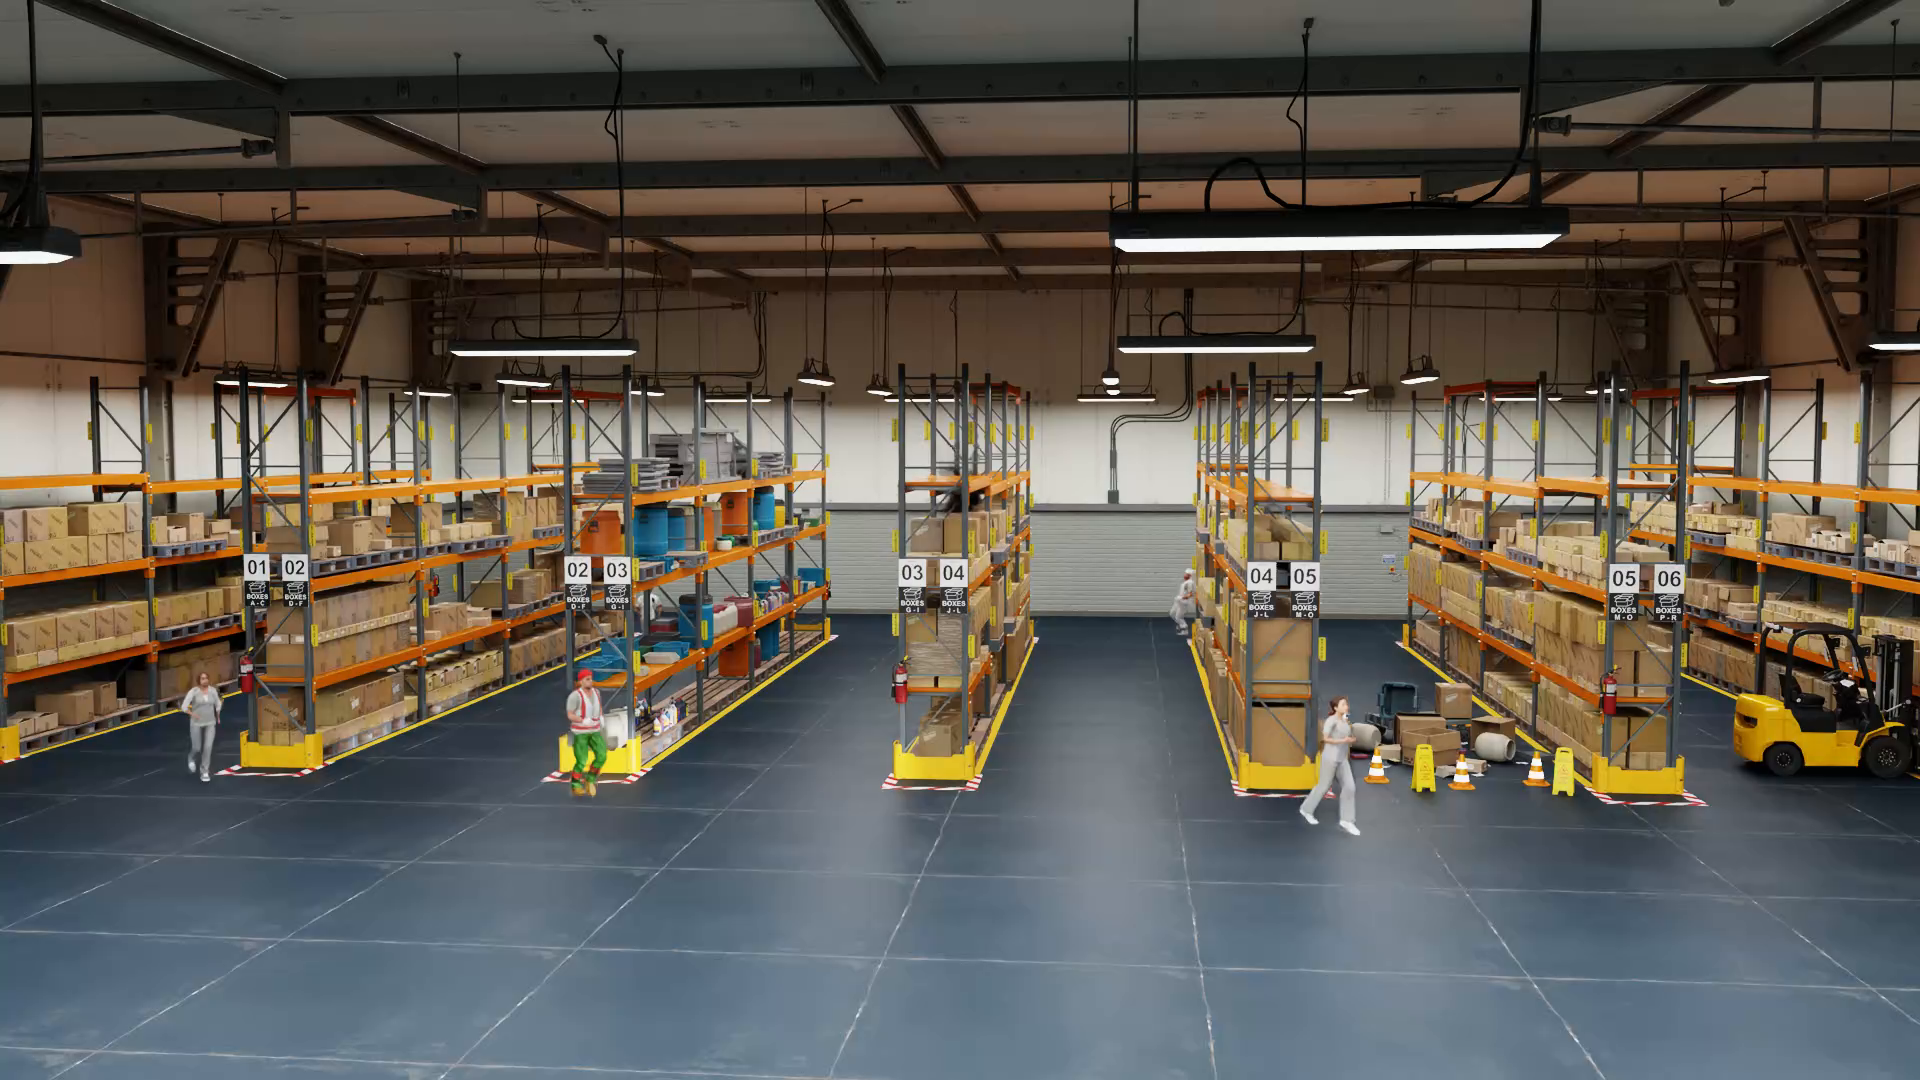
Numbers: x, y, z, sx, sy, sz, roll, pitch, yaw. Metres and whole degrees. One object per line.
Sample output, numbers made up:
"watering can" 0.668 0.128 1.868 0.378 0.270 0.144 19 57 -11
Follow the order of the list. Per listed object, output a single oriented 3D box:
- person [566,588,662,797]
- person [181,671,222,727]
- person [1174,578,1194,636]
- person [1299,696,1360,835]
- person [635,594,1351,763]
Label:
"person" -6.030 2.198 30.006 11.703 1.788 10.104 3 5 42
"person" -10.899 2.294 23.959 0.571 0.796 0.420 -3 5 -39
"person" 5.462 1.649 40.764 0.485 1.465 0.769 0 4 1
"person" 4.729 2.814 21.017 0.570 1.700 0.858 -3 5 -42
"person" -1.091 2.305 29.057 11.114 1.660 17.549 0 4 -4
